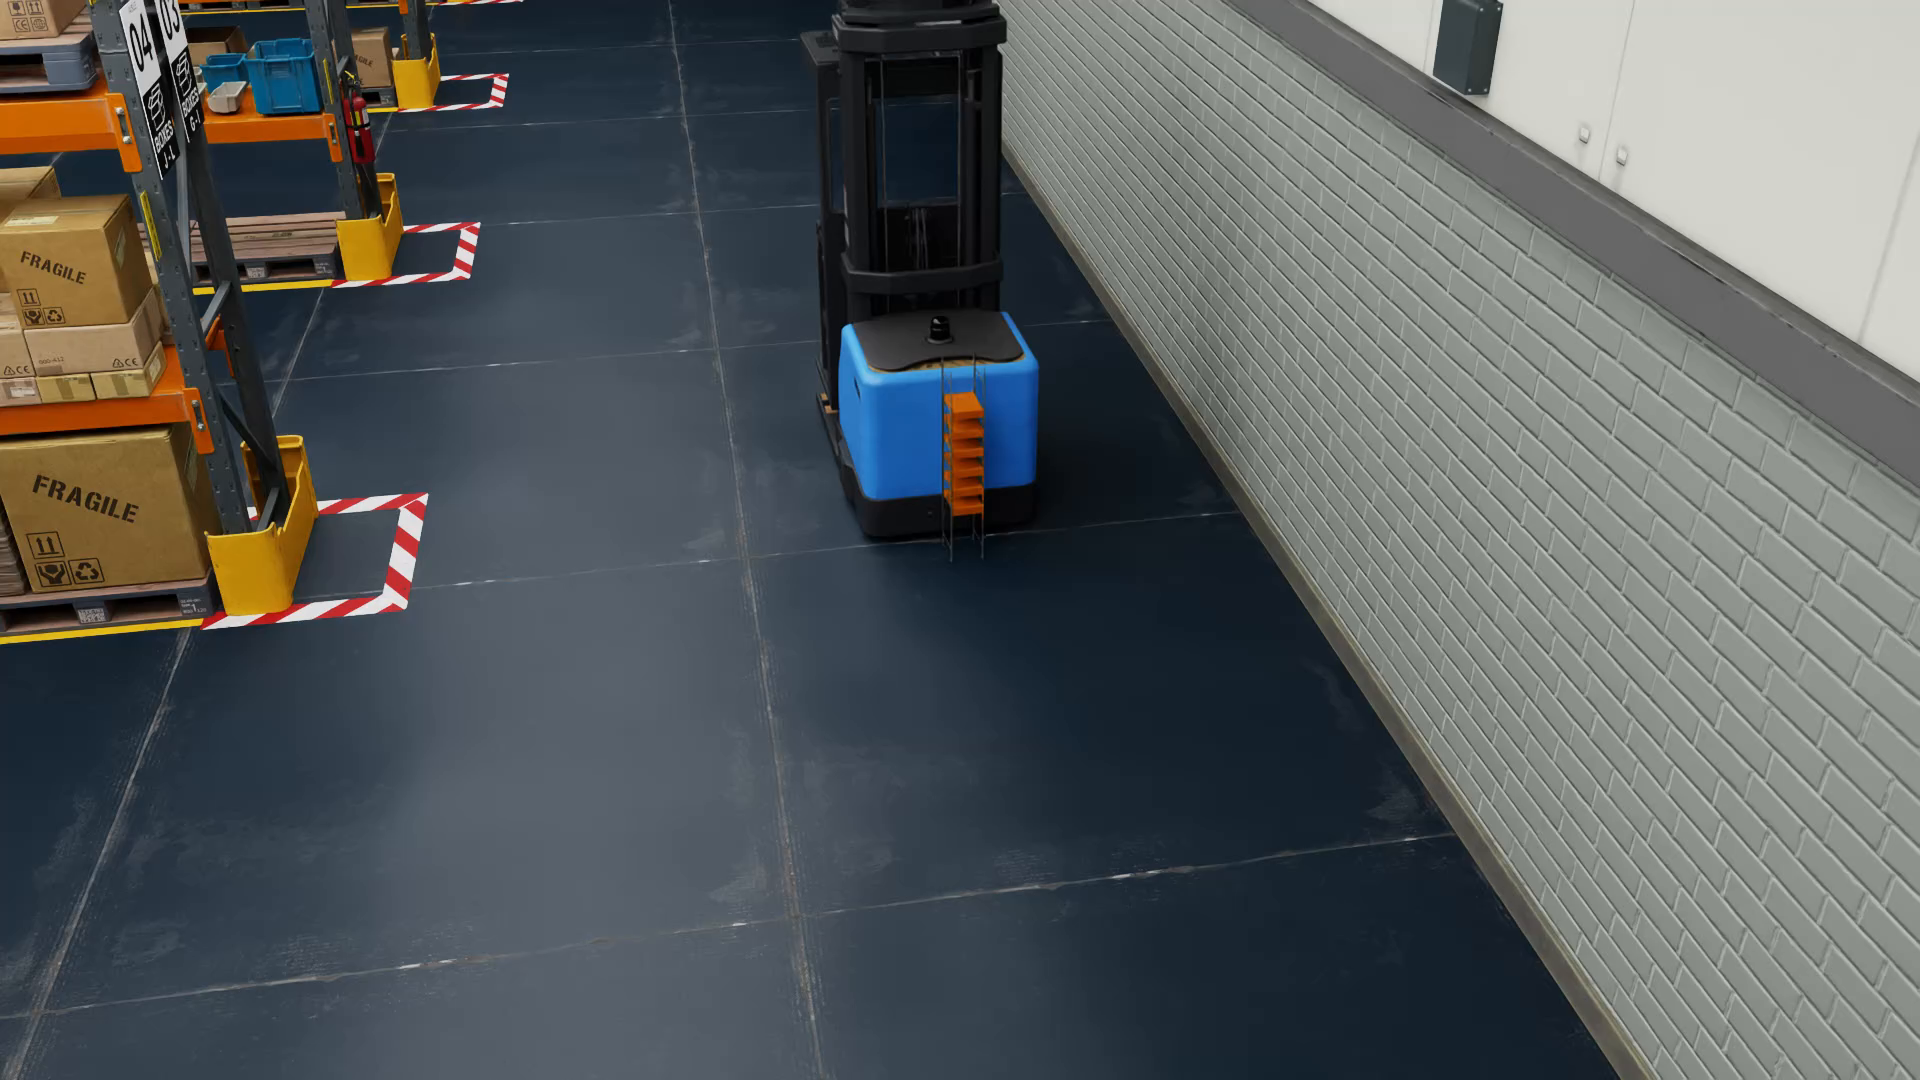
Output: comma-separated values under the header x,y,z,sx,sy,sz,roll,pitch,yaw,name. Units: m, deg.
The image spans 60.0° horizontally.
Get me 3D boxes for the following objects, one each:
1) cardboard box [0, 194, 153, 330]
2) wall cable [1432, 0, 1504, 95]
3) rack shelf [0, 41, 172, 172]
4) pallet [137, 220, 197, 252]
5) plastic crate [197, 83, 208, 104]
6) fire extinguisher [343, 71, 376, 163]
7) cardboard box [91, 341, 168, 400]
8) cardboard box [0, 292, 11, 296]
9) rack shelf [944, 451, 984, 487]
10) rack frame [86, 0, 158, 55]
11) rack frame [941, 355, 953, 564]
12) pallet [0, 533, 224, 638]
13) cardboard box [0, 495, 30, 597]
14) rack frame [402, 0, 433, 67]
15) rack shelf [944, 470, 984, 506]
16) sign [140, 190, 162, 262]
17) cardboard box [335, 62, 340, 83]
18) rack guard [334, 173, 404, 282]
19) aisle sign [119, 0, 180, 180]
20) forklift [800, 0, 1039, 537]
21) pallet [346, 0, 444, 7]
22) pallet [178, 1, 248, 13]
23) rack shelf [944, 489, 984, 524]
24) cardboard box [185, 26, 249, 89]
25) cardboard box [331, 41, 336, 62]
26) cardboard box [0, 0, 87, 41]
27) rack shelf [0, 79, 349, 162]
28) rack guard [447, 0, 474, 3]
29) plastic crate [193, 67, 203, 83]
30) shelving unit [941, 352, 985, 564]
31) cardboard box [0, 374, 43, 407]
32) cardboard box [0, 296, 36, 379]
x,y,z,sx,sy,sz,roll,pitch,yaw,name
-4.394,-1.388,8.266,0.500,0.500,0.500,-5,31,-8,cardboard box
2.220,-3.948,4.412,0.120,5.999,2.277,-5,31,-9,wall cable
-5.930,-1.977,7.904,4.000,0.370,1.077,-5,31,-9,rack shelf
-6.870,-2.279,13.417,1.213,0.211,1.003,-5,31,-9,pallet
-5.912,-3.375,12.731,0.243,0.136,0.396,-5,31,-9,plastic crate
-4.624,-3.240,12.744,0.183,0.674,0.296,-5,31,-9,fire extinguisher
-4.253,-0.872,8.522,0.250,0.149,0.380,-5,31,-8,cardboard box
-4.993,-1.281,8.823,0.500,0.250,0.500,-6,31,-10,cardboard box
0.017,-0.410,9.352,0.180,0.103,0.258,-7,31,-12,rack shelf
-3.962,-3.763,7.272,0.127,3.000,1.000,-5,31,-9,rack frame
-0.072,-0.438,9.311,0.006,1.200,0.240,-7,31,-12,rack frame
-4.735,0.137,9.309,1.213,0.211,1.003,-5,31,-9,pallet
-5.473,-0.261,8.916,0.875,0.875,0.875,-5,31,-9,cardboard box
-5.743,-6.116,17.193,0.127,3.000,1.000,-5,31,-9,rack frame
0.017,-0.307,9.413,0.180,0.103,0.258,-7,31,-12,rack shelf
-3.878,-1.506,7.977,0.005,0.325,0.100,-5,31,-9,sign
-6.648,-4.920,17.520,0.250,0.166,0.380,-5,31,-9,cardboard box
-4.833,-2.578,13.640,0.348,0.500,1.175,-5,31,-9,rack guard
-3.838,-2.155,7.890,0.004,0.787,0.394,-5,31,-9,aisle sign
-0.347,-2.015,10.286,1.130,2.935,3.031,-6,31,-10,forklift
-7.411,-7.272,21.909,1.213,0.211,1.003,-5,31,-9,pallet
-9.811,-7.049,21.530,1.213,0.211,1.003,-5,31,-9,pallet
0.017,-0.203,9.473,0.180,0.103,0.258,-7,31,-12,rack shelf
-7.831,-5.039,17.389,0.637,0.503,0.797,-5,31,-9,cardboard box
-6.821,-5.167,17.857,0.500,0.250,0.500,-5,31,-9,cardboard box
-4.464,-2.663,7.749,0.500,0.500,0.700,-7,31,-12,cardboard box
-6.822,-3.154,12.864,4.000,0.370,1.077,-5,31,-9,rack shelf
-6.615,-7.511,22.030,0.348,0.500,1.175,-5,31,-9,rack guard
-6.154,-3.650,13.200,0.298,0.136,0.250,-5,31,-9,plastic crate
0.017,-0.449,9.329,0.189,1.200,0.258,-7,31,-12,shelving unit
-4.757,-0.825,8.442,0.250,0.149,0.380,-5,31,-9,cardboard box
-4.890,-1.018,8.377,0.500,0.250,0.500,-6,31,-10,cardboard box
